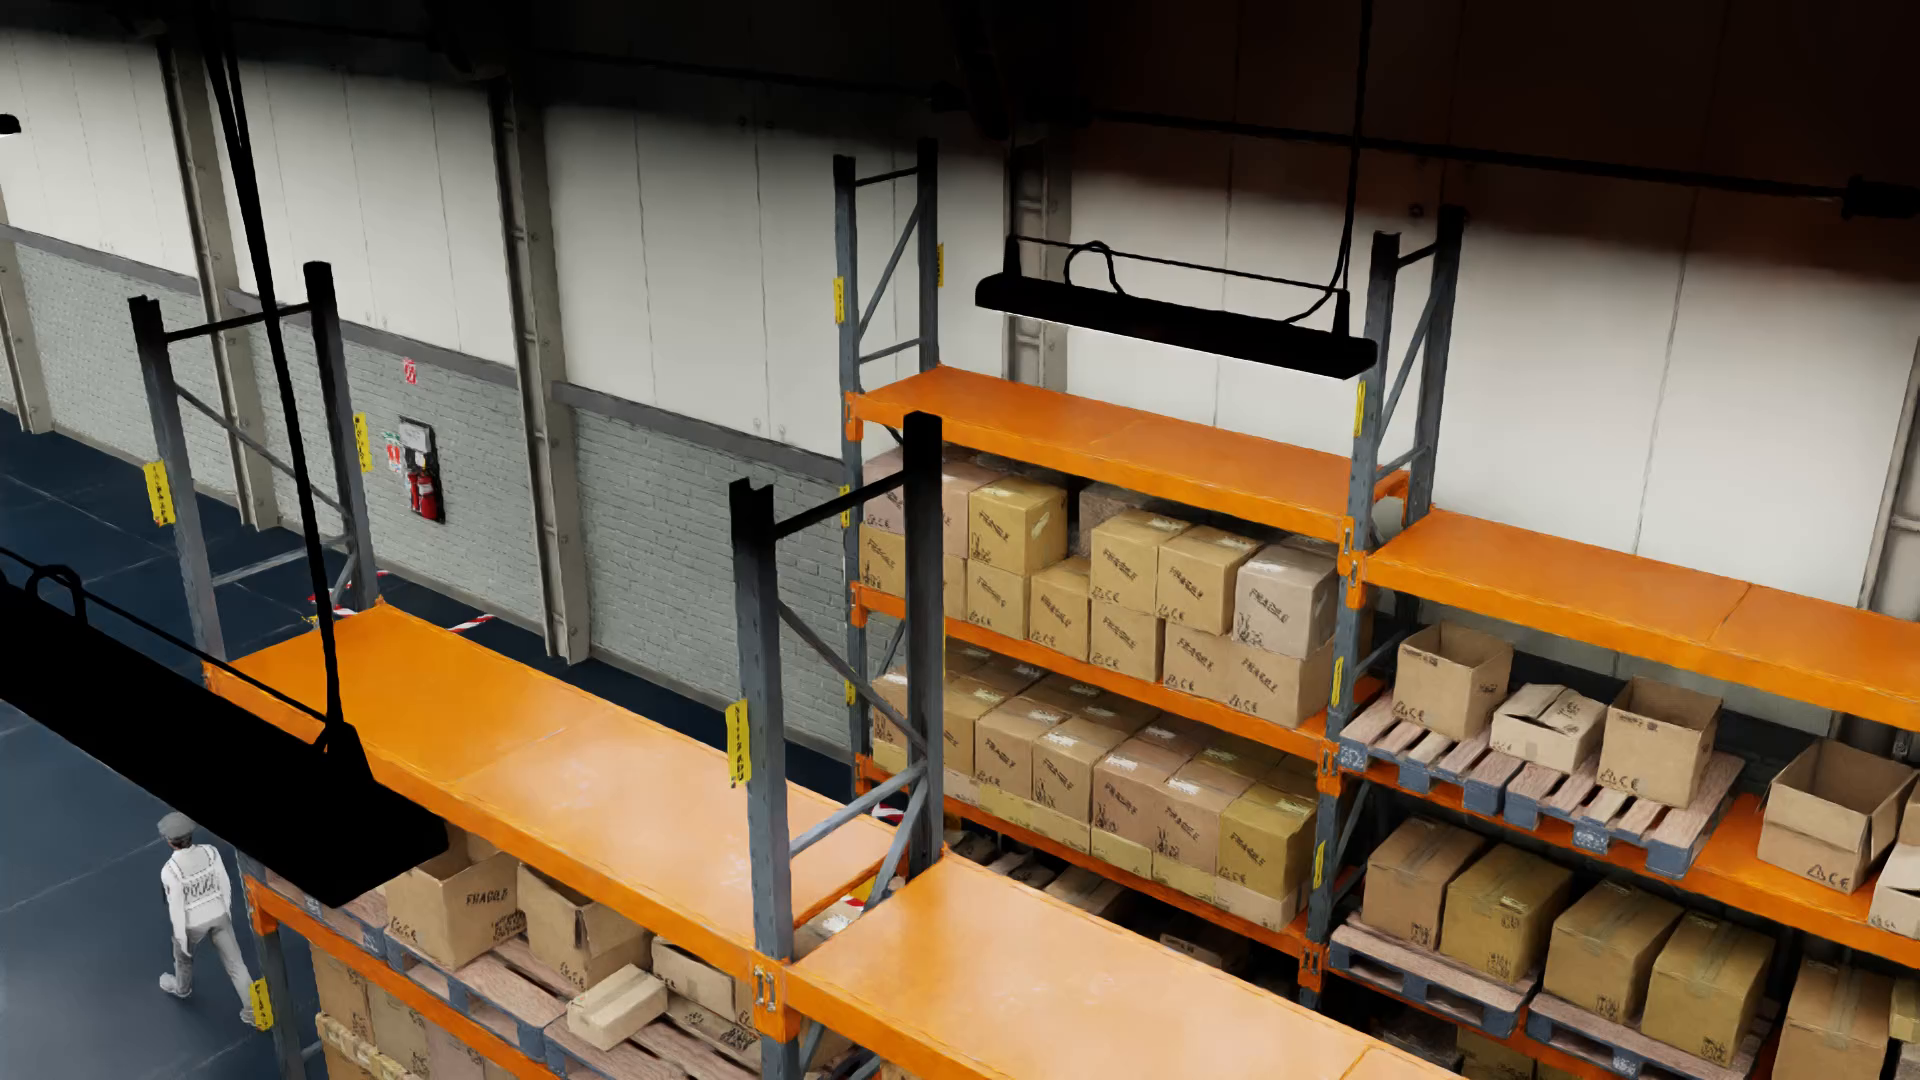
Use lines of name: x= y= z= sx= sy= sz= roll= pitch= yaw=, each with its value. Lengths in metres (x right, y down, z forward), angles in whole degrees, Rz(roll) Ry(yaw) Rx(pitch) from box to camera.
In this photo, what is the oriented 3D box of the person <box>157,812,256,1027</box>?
person: x=-5.508 y=2.712 z=12.054 sx=1.067 sy=1.587 sz=0.495 roll=18 pitch=29 yaw=37
